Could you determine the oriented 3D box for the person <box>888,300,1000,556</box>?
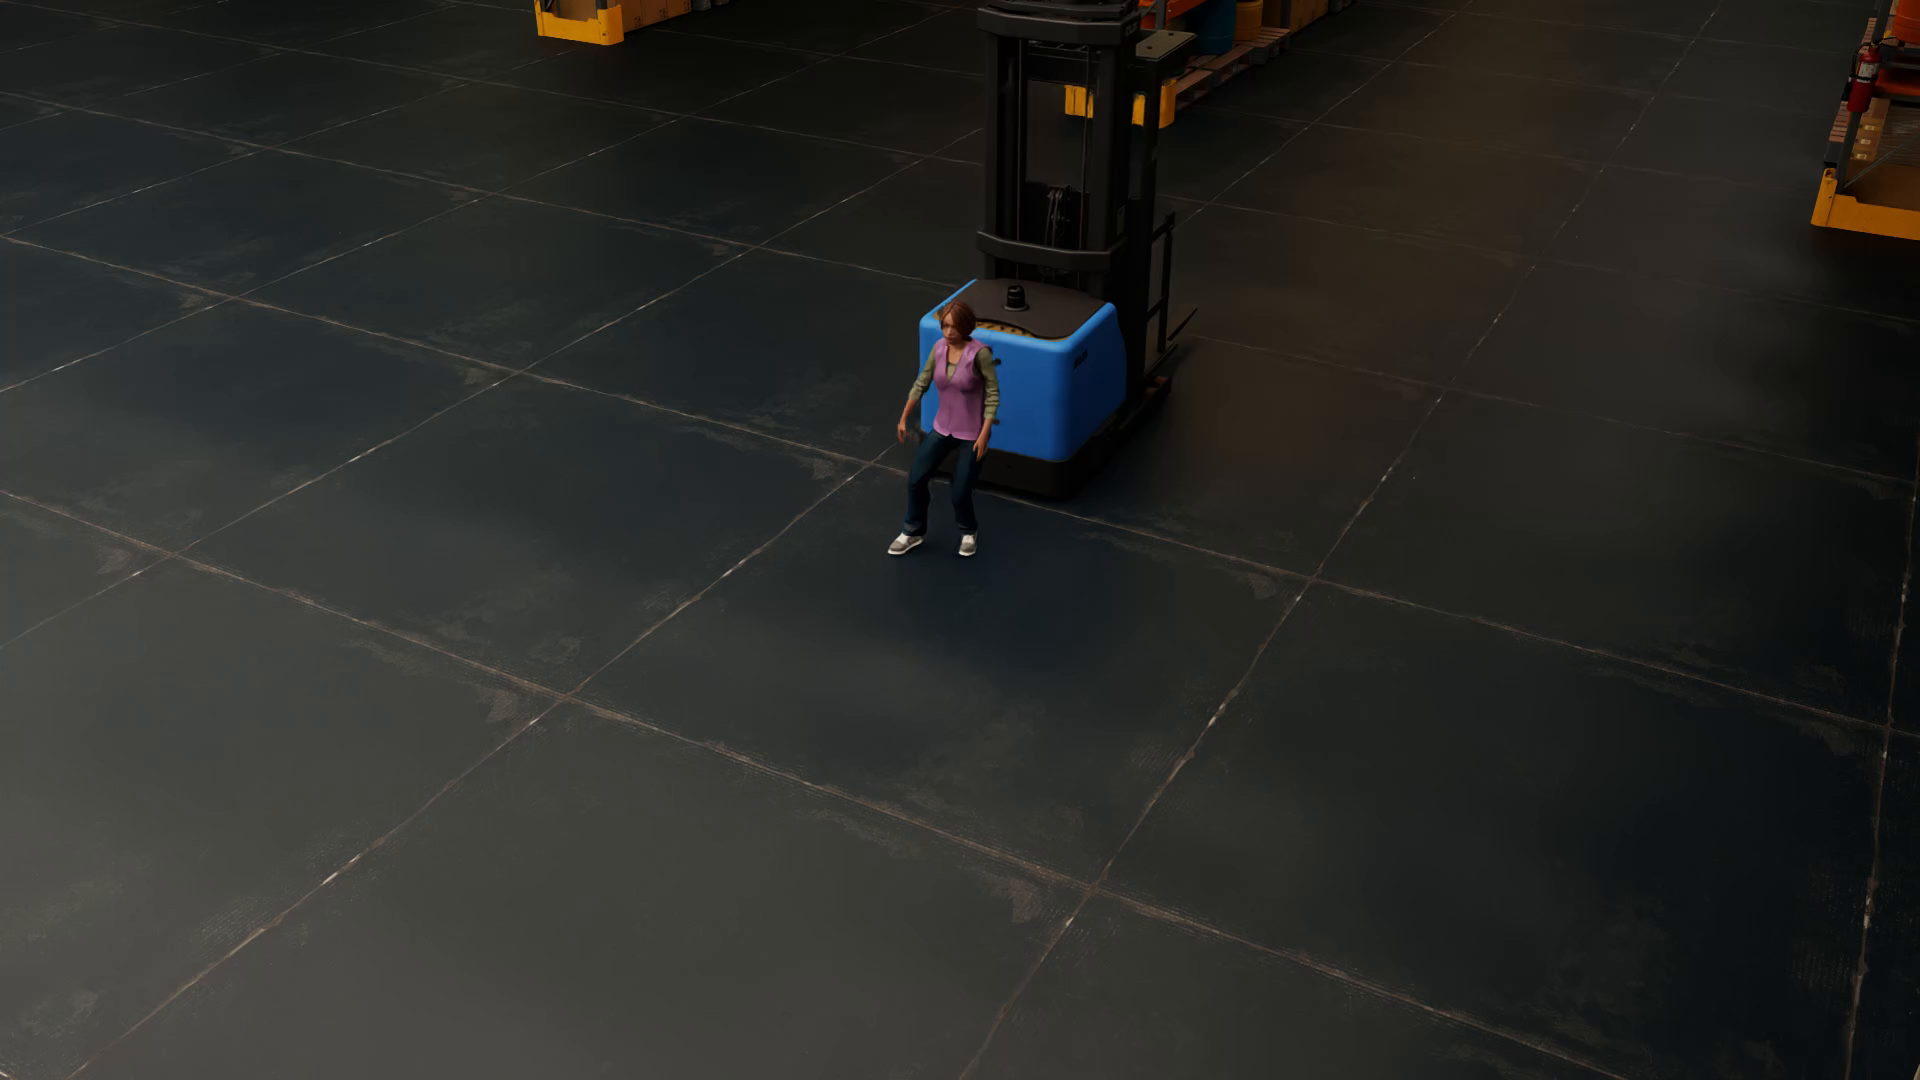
[{"bbox_3d":[-0.093,-0.608,9.507,0.600,1.541,0.487,18,34,28],"label":"person"}]

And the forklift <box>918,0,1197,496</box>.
[{"bbox_3d":[0.838,-2.255,10.978,1.130,2.935,3.031,14,33,22],"label":"forklift"}]
